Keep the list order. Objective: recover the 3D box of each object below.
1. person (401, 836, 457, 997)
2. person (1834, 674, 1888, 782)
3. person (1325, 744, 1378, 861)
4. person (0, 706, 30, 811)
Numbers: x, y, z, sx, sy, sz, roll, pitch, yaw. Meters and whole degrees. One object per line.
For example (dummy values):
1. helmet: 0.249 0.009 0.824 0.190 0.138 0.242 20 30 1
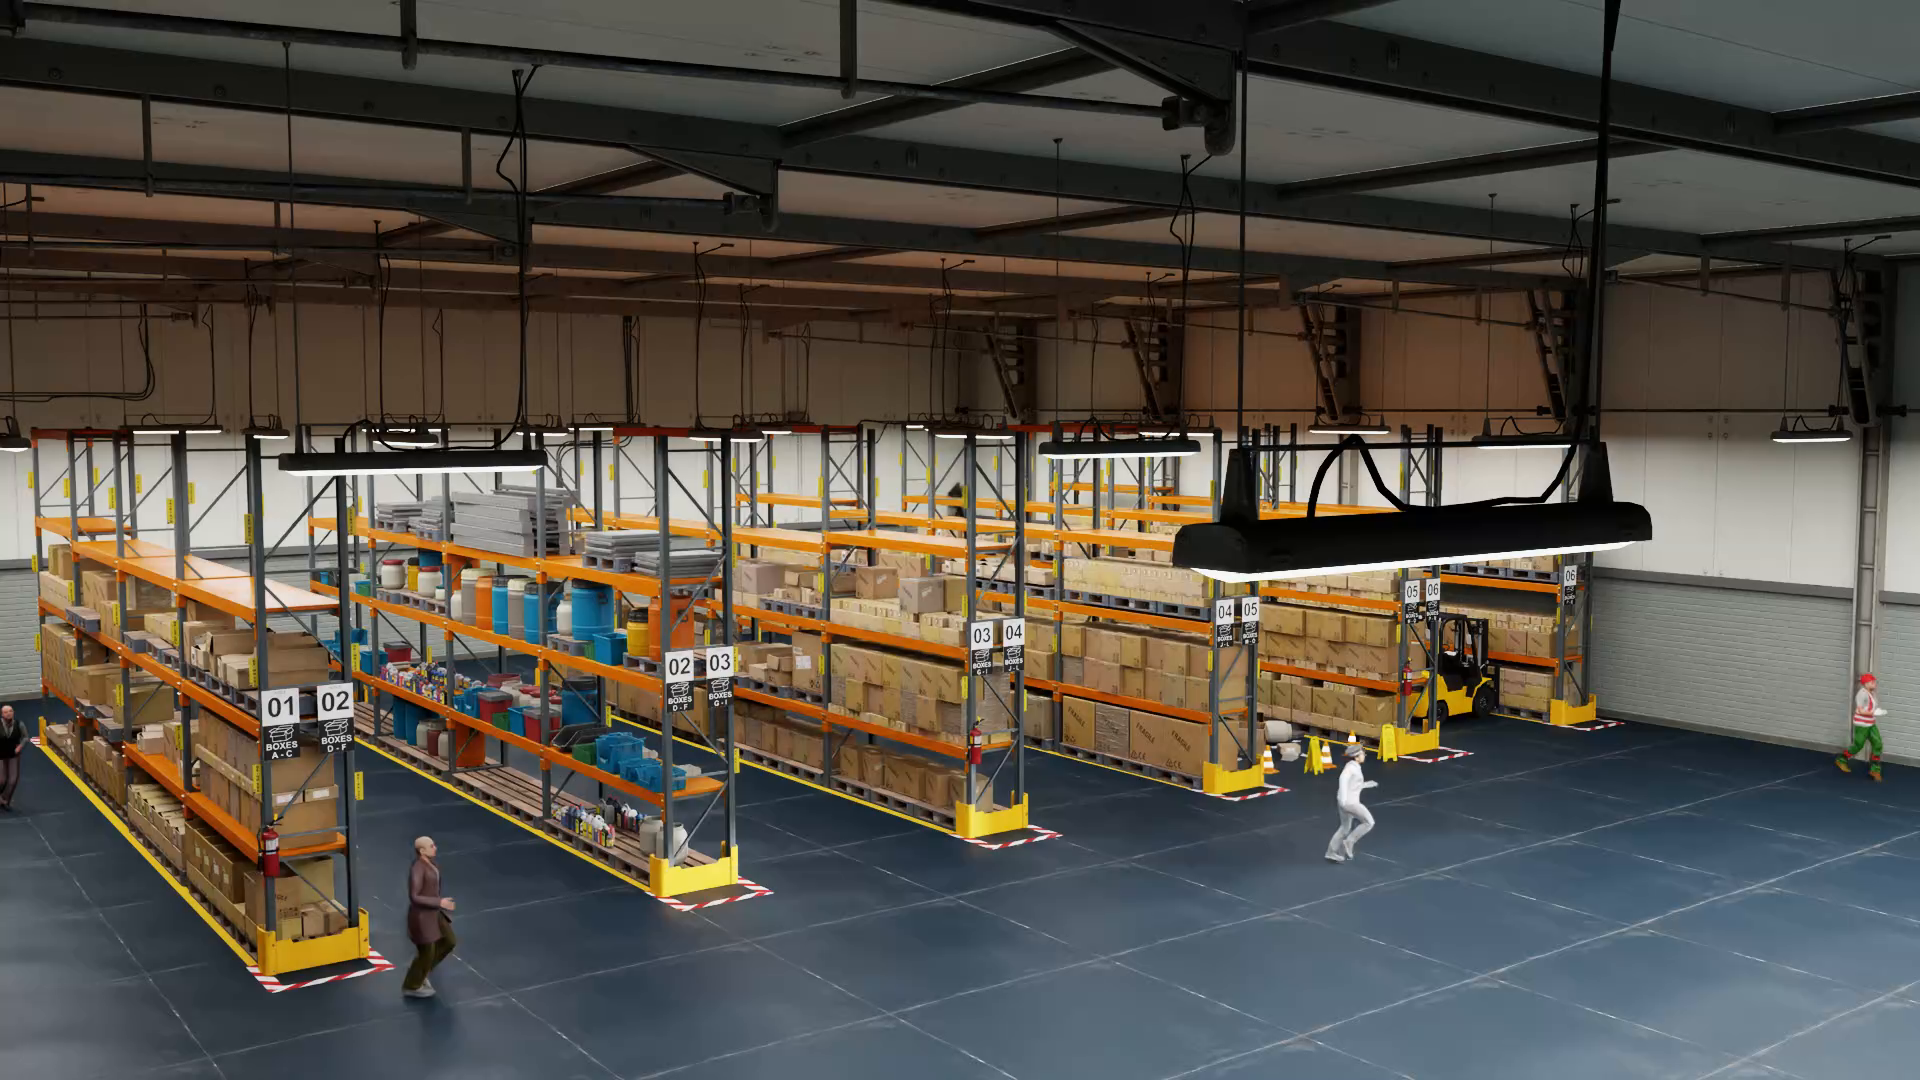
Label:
1. person: -5.706 4.047 17.890 0.656 1.745 0.715 0 4 -1
2. person: 15.496 3.218 28.561 0.680 1.867 0.831 -4 6 -40
3. person: 5.471 3.666 23.208 0.741 1.642 0.645 0 4 1
4. person: -15.106 3.449 26.312 0.693 1.678 0.679 -4 6 -40
